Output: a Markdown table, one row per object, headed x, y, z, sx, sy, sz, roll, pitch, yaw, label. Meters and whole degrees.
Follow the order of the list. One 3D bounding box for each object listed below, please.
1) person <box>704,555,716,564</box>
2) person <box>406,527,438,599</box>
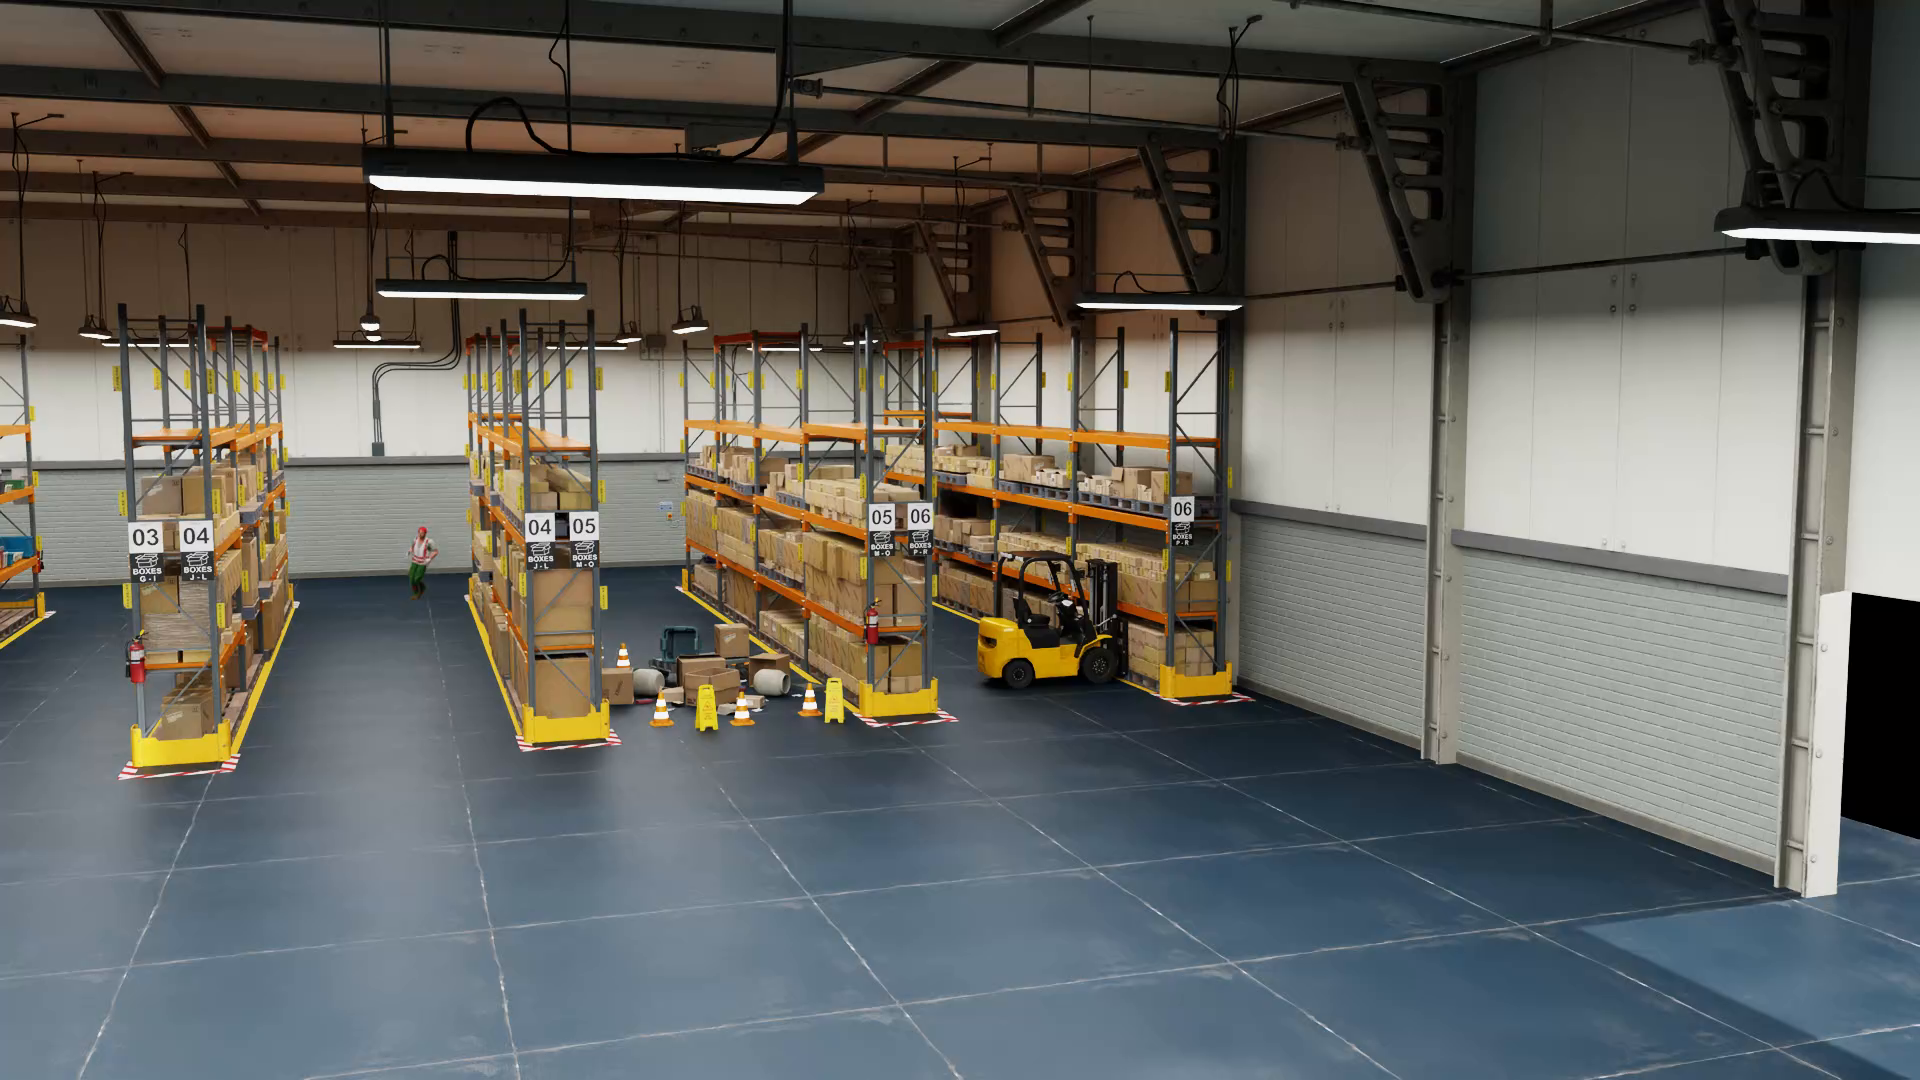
| x | y | z | sx | sy | sz | roll | pitch | yaw | label |
| --- | --- | --- | --- | --- | --- | --- | --- | --- | --- |
| -6.148 | 0.273 | 41.420 | 0.623 | 1.586 | 0.614 | 1 | 6 | 13 | person |
| -12.400 | 0.533 | 38.237 | 0.668 | 1.700 | 0.608 | 2 | 6 | 19 | person |
